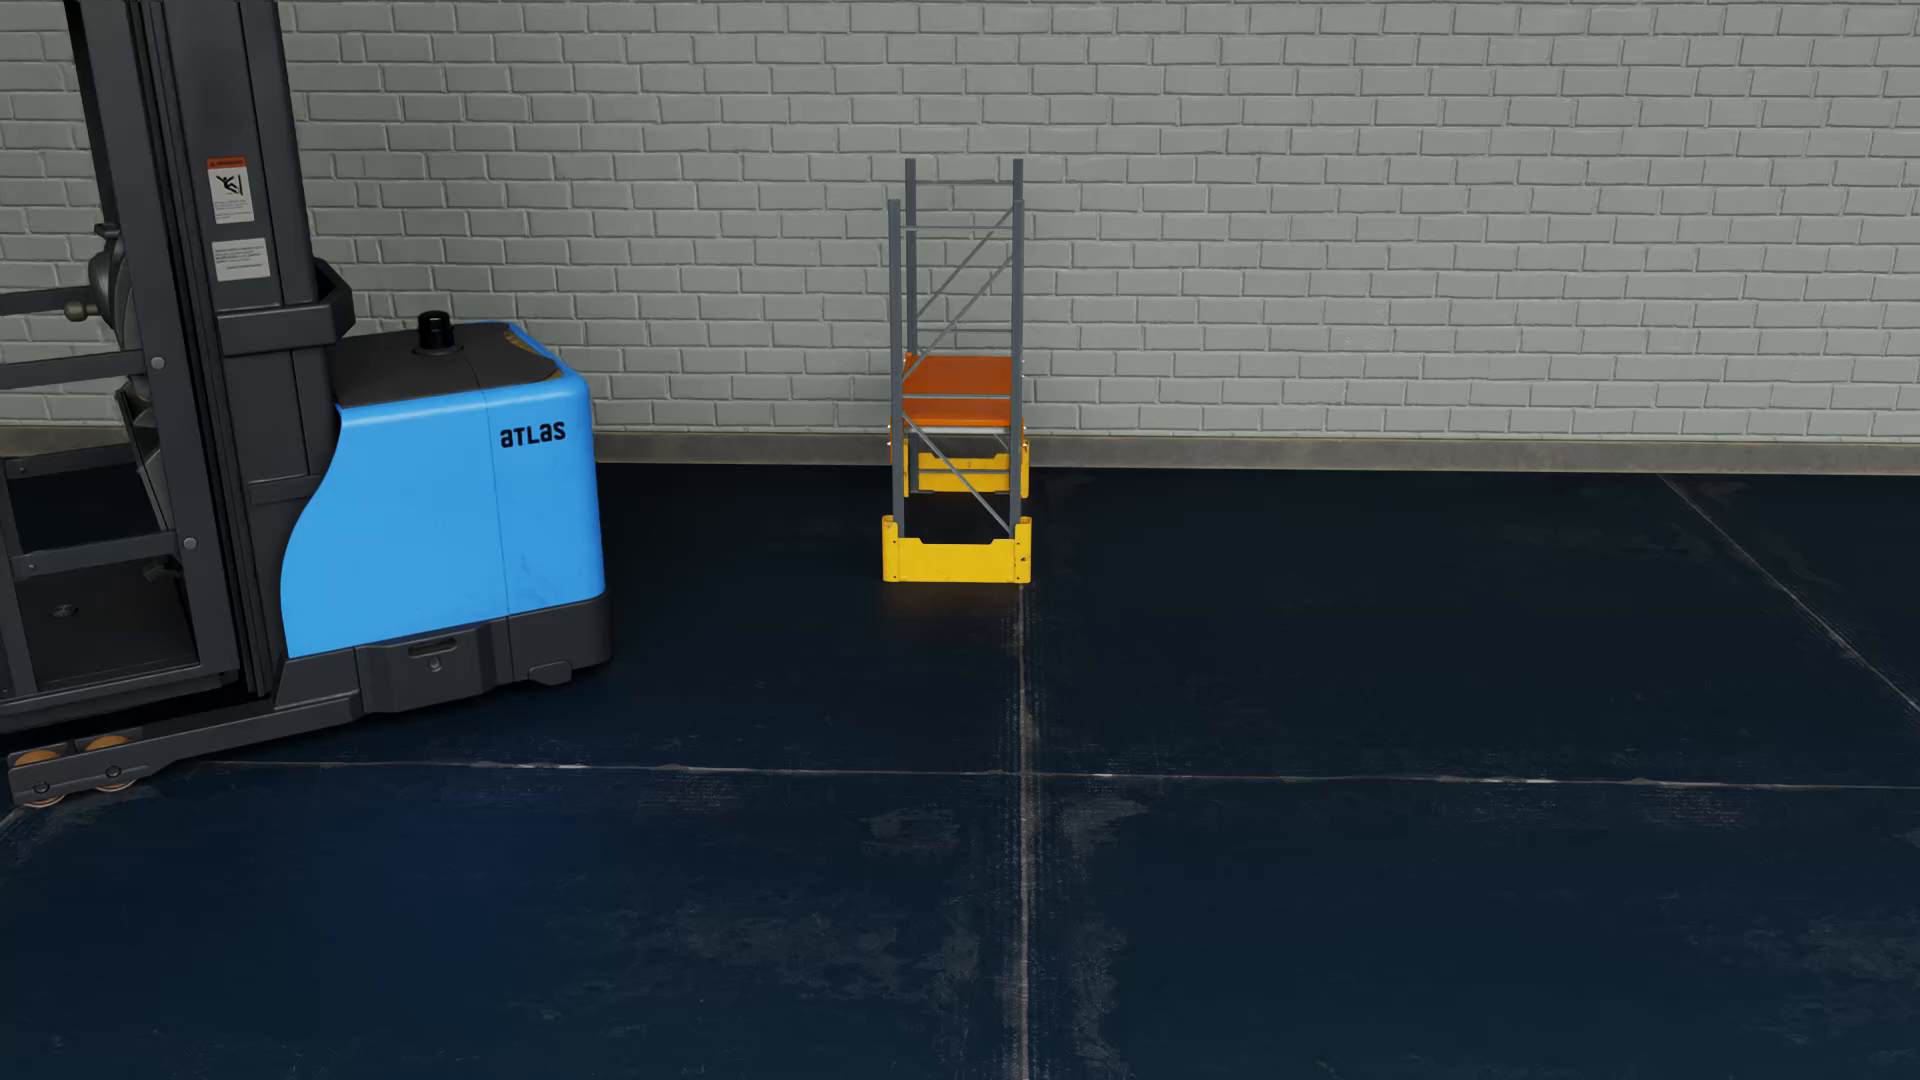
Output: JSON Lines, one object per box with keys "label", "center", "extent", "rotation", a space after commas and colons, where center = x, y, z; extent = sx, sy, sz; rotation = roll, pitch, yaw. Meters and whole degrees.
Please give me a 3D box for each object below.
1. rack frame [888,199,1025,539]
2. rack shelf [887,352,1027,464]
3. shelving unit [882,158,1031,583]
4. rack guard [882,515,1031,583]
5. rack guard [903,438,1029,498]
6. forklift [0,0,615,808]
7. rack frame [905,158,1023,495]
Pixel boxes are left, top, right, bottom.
{"label": "rack frame", "center": [-0.013, -0.546, 6.363], "extent": [0.500, 1.500, 0.032], "rotation": [1, 21, 2]}
{"label": "rack shelf", "center": [0.003, -0.562, 6.902], "extent": [0.538, 0.185, 1.000], "rotation": [1, 21, 2]}
{"label": "shelving unit", "center": [0.002, -0.727, 6.829], "extent": [0.587, 1.500, 1.083], "rotation": [1, 21, 2]}
{"label": "rack guard", "center": [-0.013, 0.036, 6.591], "extent": [0.587, 0.250, 0.087], "rotation": [1, 21, 2]}
{"label": "rack guard", "center": [0.017, -0.324, 7.519], "extent": [0.587, 0.250, 0.087], "rotation": [1, 21, 2]}
{"label": "forklift", "center": [-2.746, -0.785, 5.001], "extent": [3.031, 2.935, 1.130], "rotation": [-11, 24, -27]}
{"label": "rack frame", "center": [0.018, -0.914, 7.311], "extent": [0.500, 1.500, 0.032], "rotation": [1, 21, 2]}
